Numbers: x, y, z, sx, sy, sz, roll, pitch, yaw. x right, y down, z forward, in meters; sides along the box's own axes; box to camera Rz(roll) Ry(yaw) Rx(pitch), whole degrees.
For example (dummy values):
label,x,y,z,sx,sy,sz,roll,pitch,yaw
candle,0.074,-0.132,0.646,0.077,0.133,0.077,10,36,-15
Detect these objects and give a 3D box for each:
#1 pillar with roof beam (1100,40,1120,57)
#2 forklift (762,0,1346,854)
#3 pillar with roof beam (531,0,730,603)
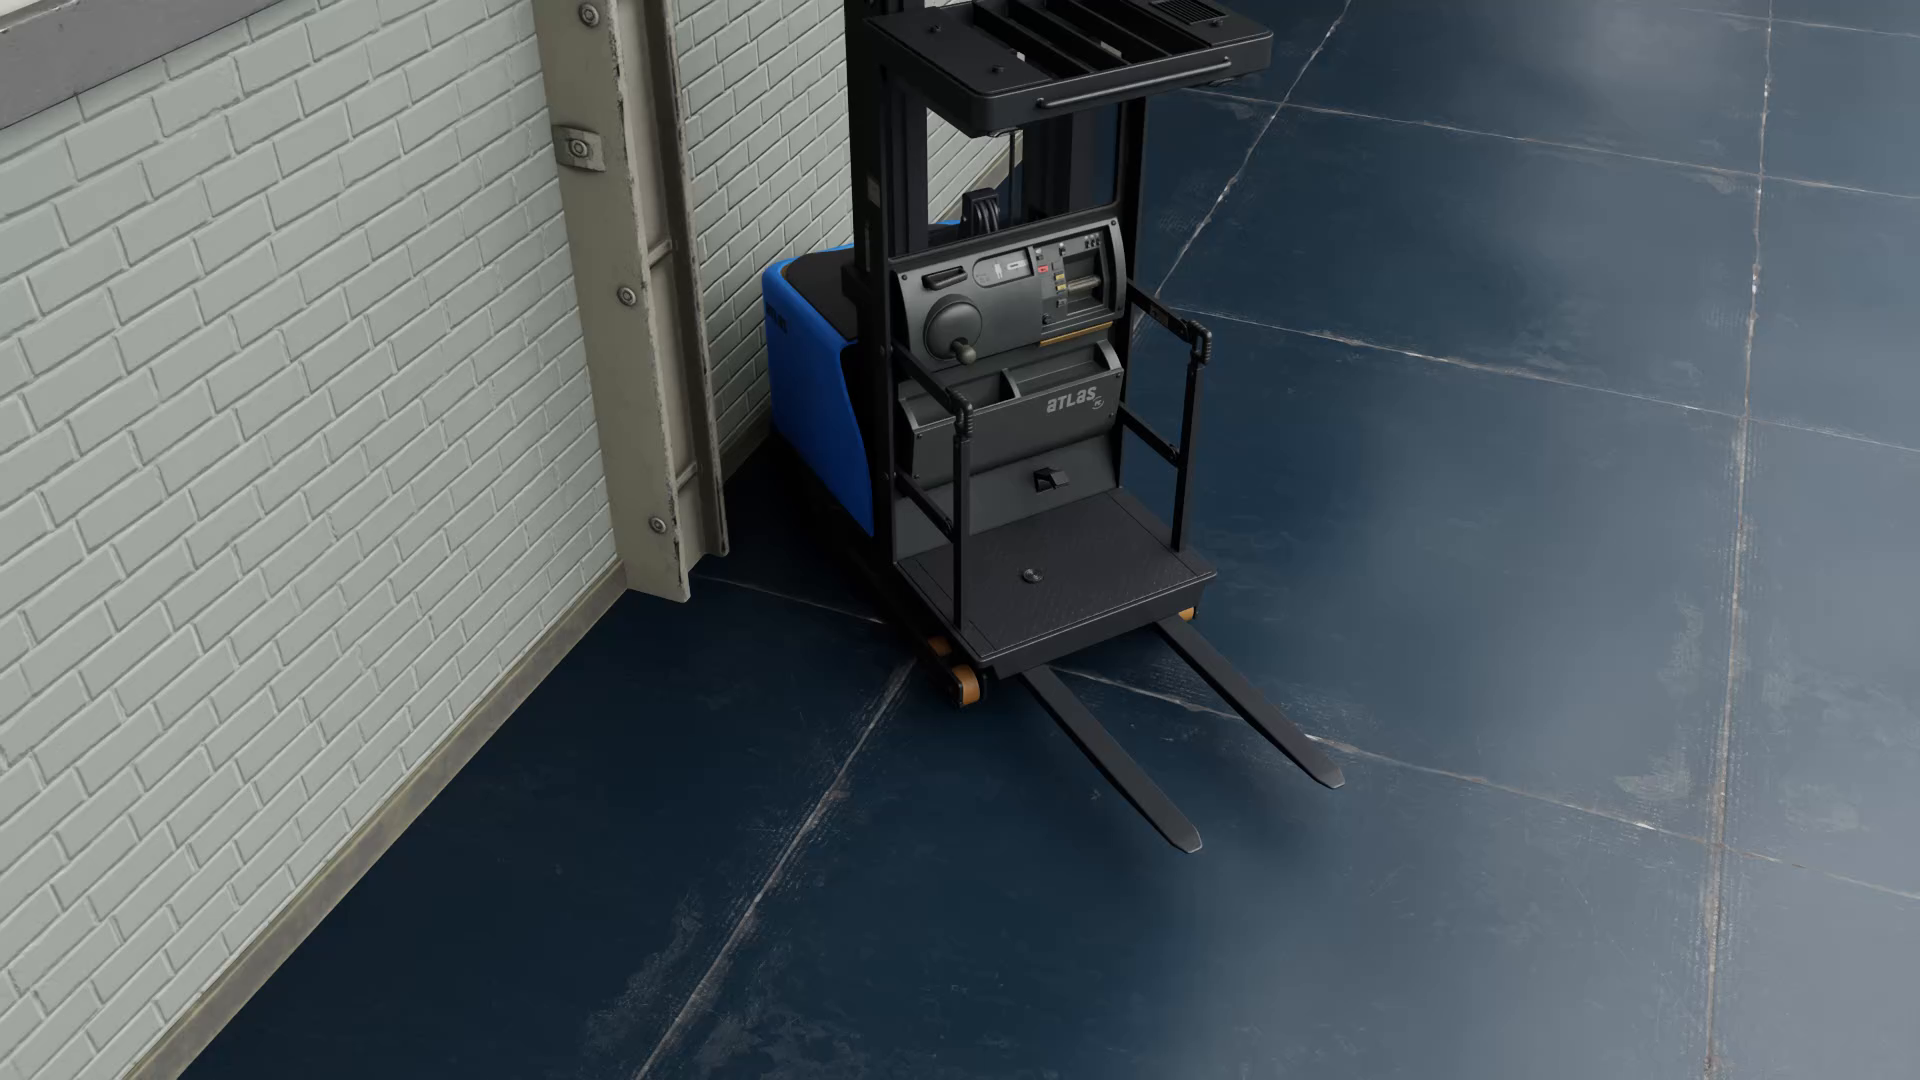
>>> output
label,x,y,z,sx,sy,sz,roll,pitch,yaw
pillar with roof beam,5.053,-5.828,7.531,9.100,9.000,0.400,14,39,18
forklift,0.306,-0.847,5.936,1.130,2.935,3.031,-19,41,-23
pillar with roof beam,2.770,-2.506,3.087,9.100,9.000,0.400,14,39,18
